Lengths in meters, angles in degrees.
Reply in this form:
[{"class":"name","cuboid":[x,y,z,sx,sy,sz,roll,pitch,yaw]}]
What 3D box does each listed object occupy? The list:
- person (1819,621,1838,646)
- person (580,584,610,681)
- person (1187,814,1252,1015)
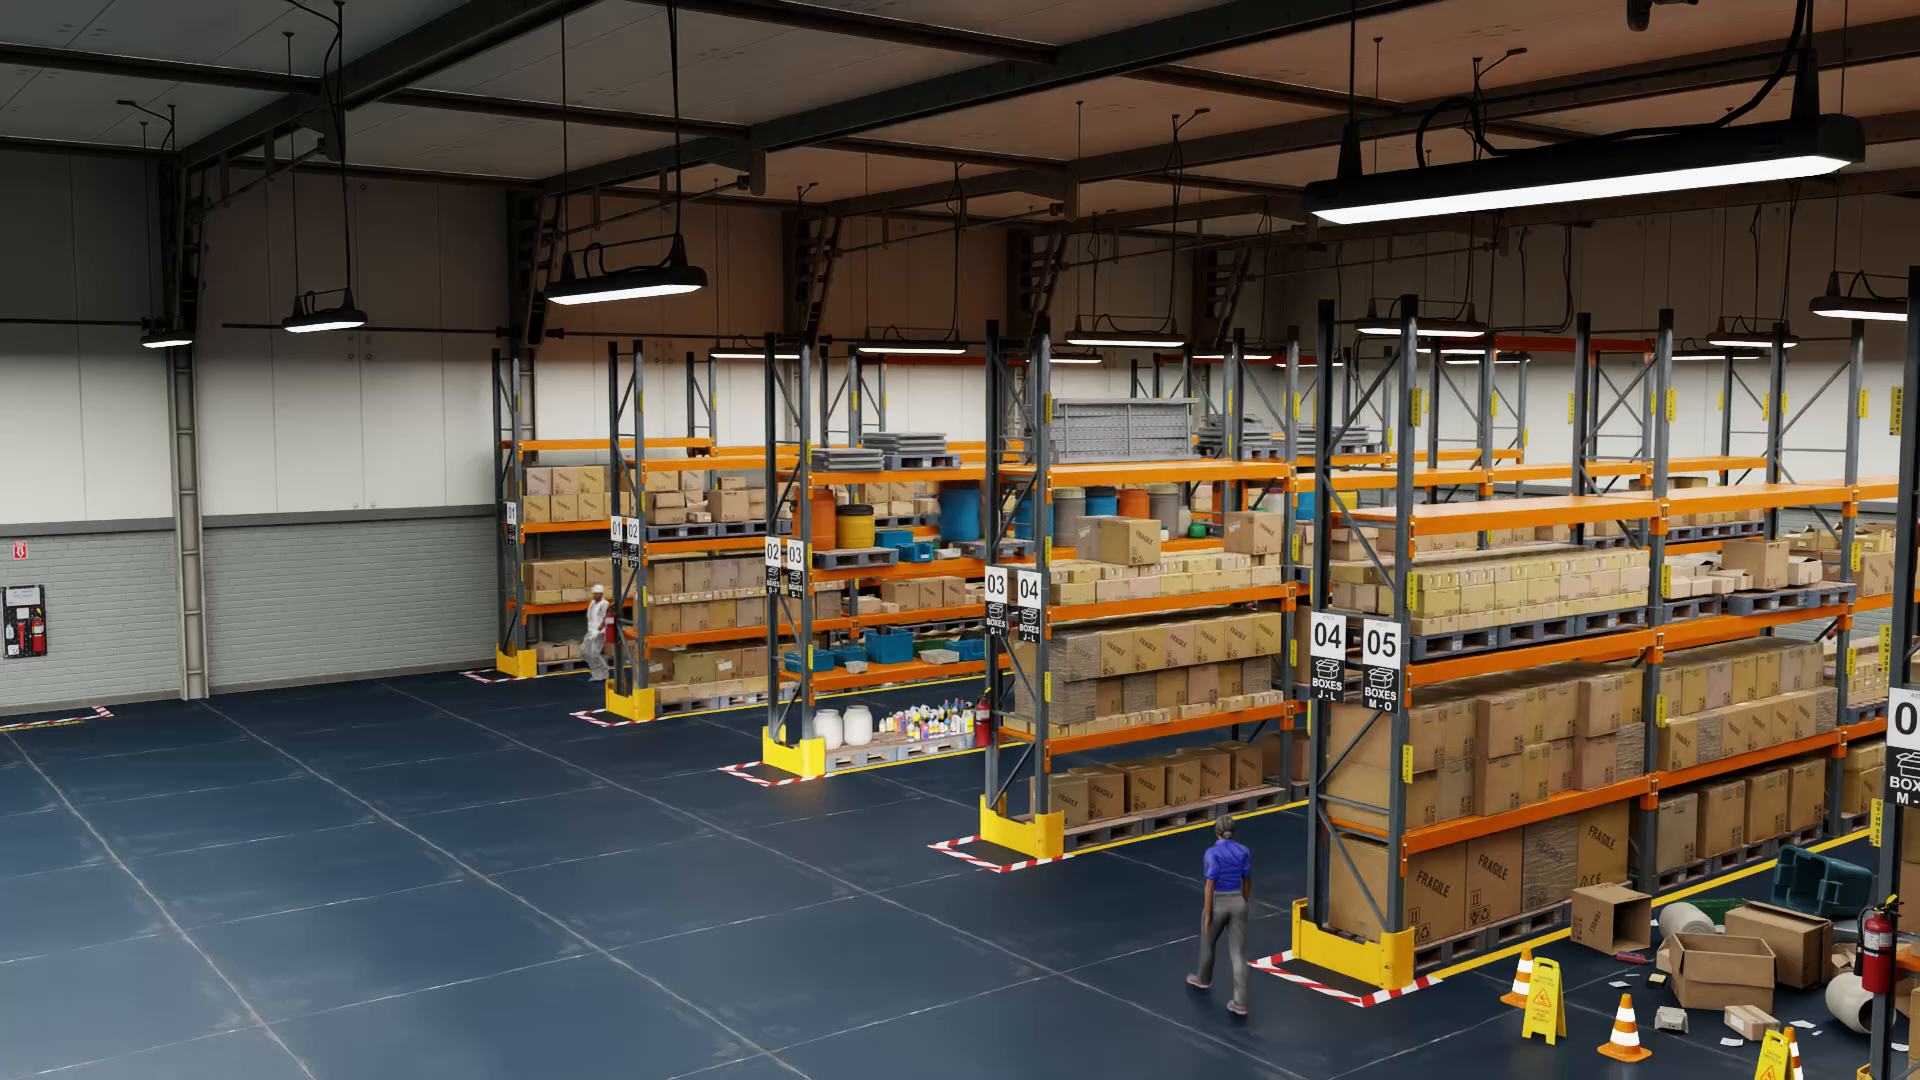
[{"class":"person","cuboid":[13.609,2.066,25.979,1.034,1.605,0.491,-4,6,-39]},{"class":"person","cuboid":[-6.580,1.691,29.934,0.479,1.798,0.680,-4,7,-41]},{"class":"person","cuboid":[2.245,3.107,14.094,0.473,1.590,0.968,-1,5,-9]}]
